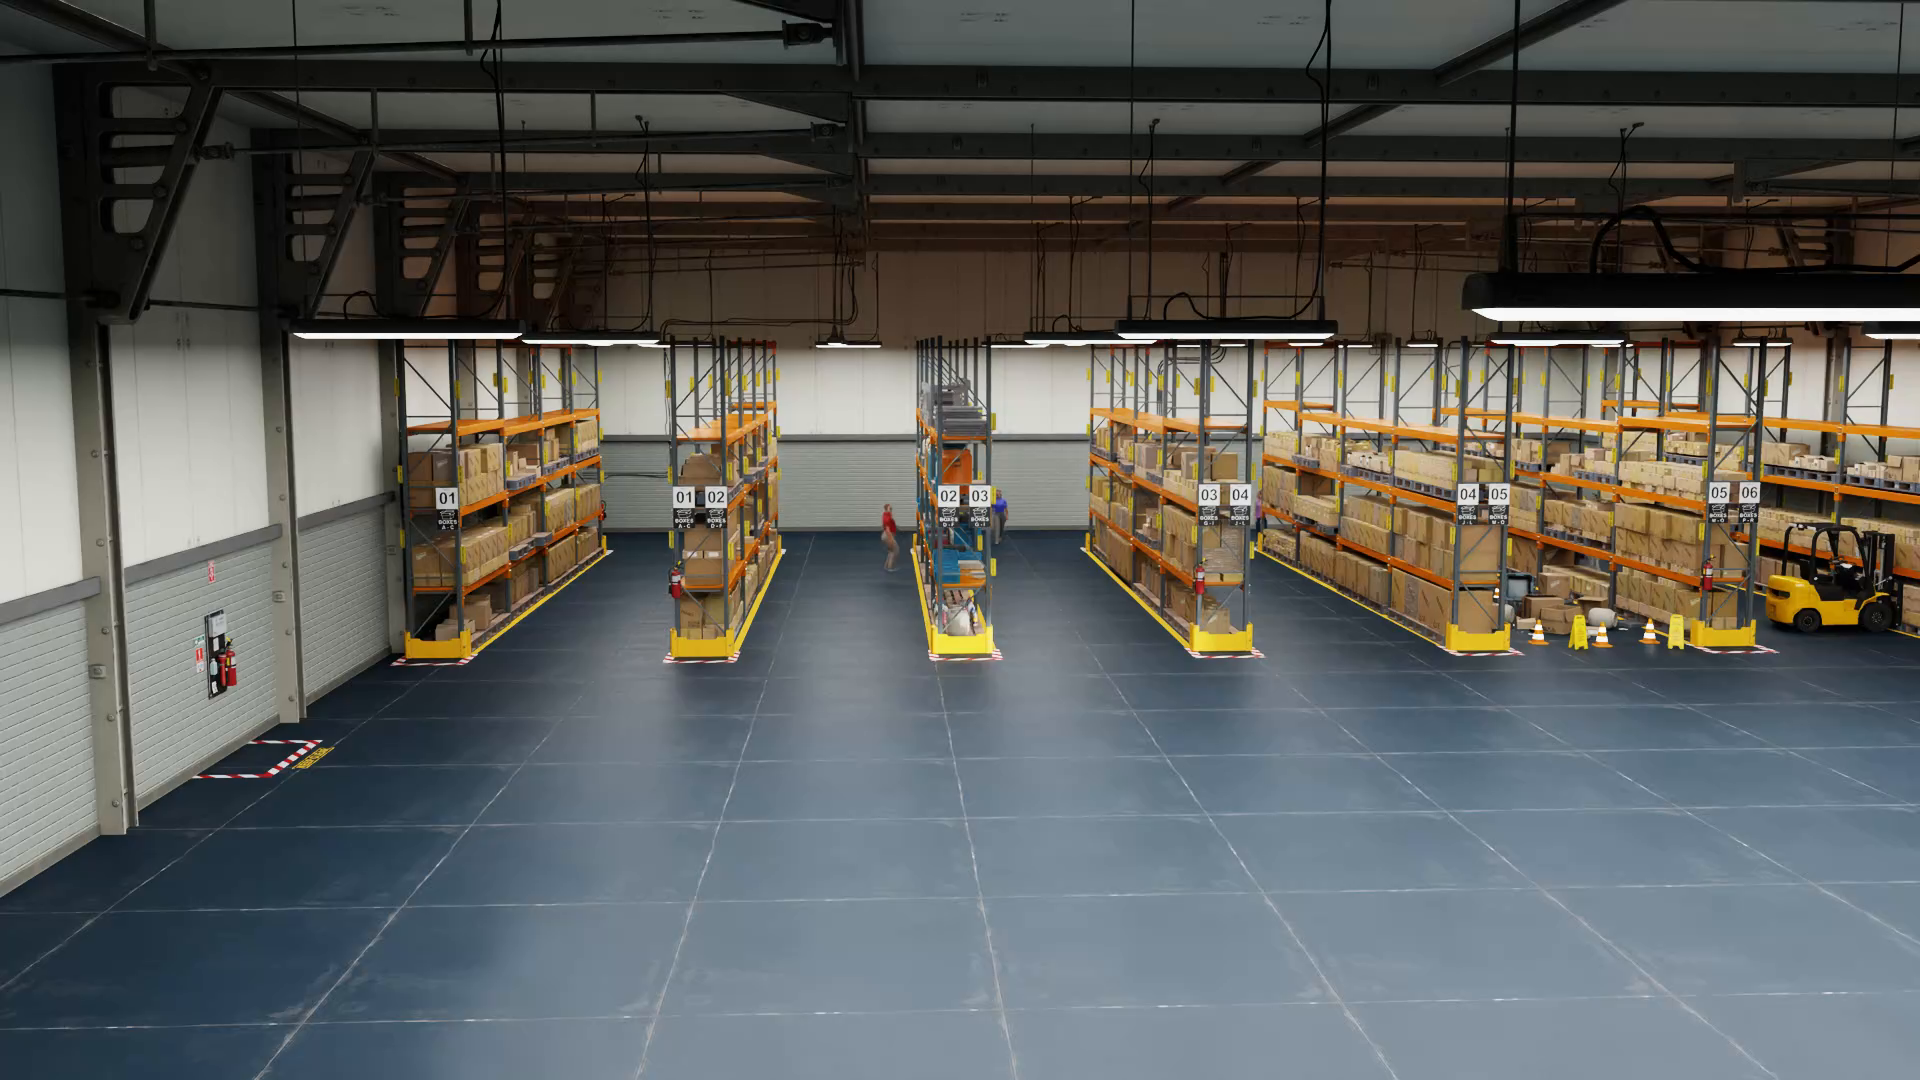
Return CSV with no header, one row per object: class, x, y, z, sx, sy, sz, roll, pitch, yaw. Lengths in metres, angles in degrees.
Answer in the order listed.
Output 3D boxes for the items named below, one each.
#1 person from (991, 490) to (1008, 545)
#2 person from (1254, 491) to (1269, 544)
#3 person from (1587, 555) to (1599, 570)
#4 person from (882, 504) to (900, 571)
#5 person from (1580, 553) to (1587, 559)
person,1.158,-0.682,49.334,0.495,1.611,0.977,-1,7,-10
person,8.939,-0.653,49.199,0.489,1.610,0.335,-1,7,-8
person,16.187,0.001,42.648,0.441,1.792,0.584,3,7,24
person,-1.702,-0.063,41.157,0.439,1.652,0.602,0,7,-3
person,17.213,-0.259,45.864,0.484,1.678,0.508,3,7,25
